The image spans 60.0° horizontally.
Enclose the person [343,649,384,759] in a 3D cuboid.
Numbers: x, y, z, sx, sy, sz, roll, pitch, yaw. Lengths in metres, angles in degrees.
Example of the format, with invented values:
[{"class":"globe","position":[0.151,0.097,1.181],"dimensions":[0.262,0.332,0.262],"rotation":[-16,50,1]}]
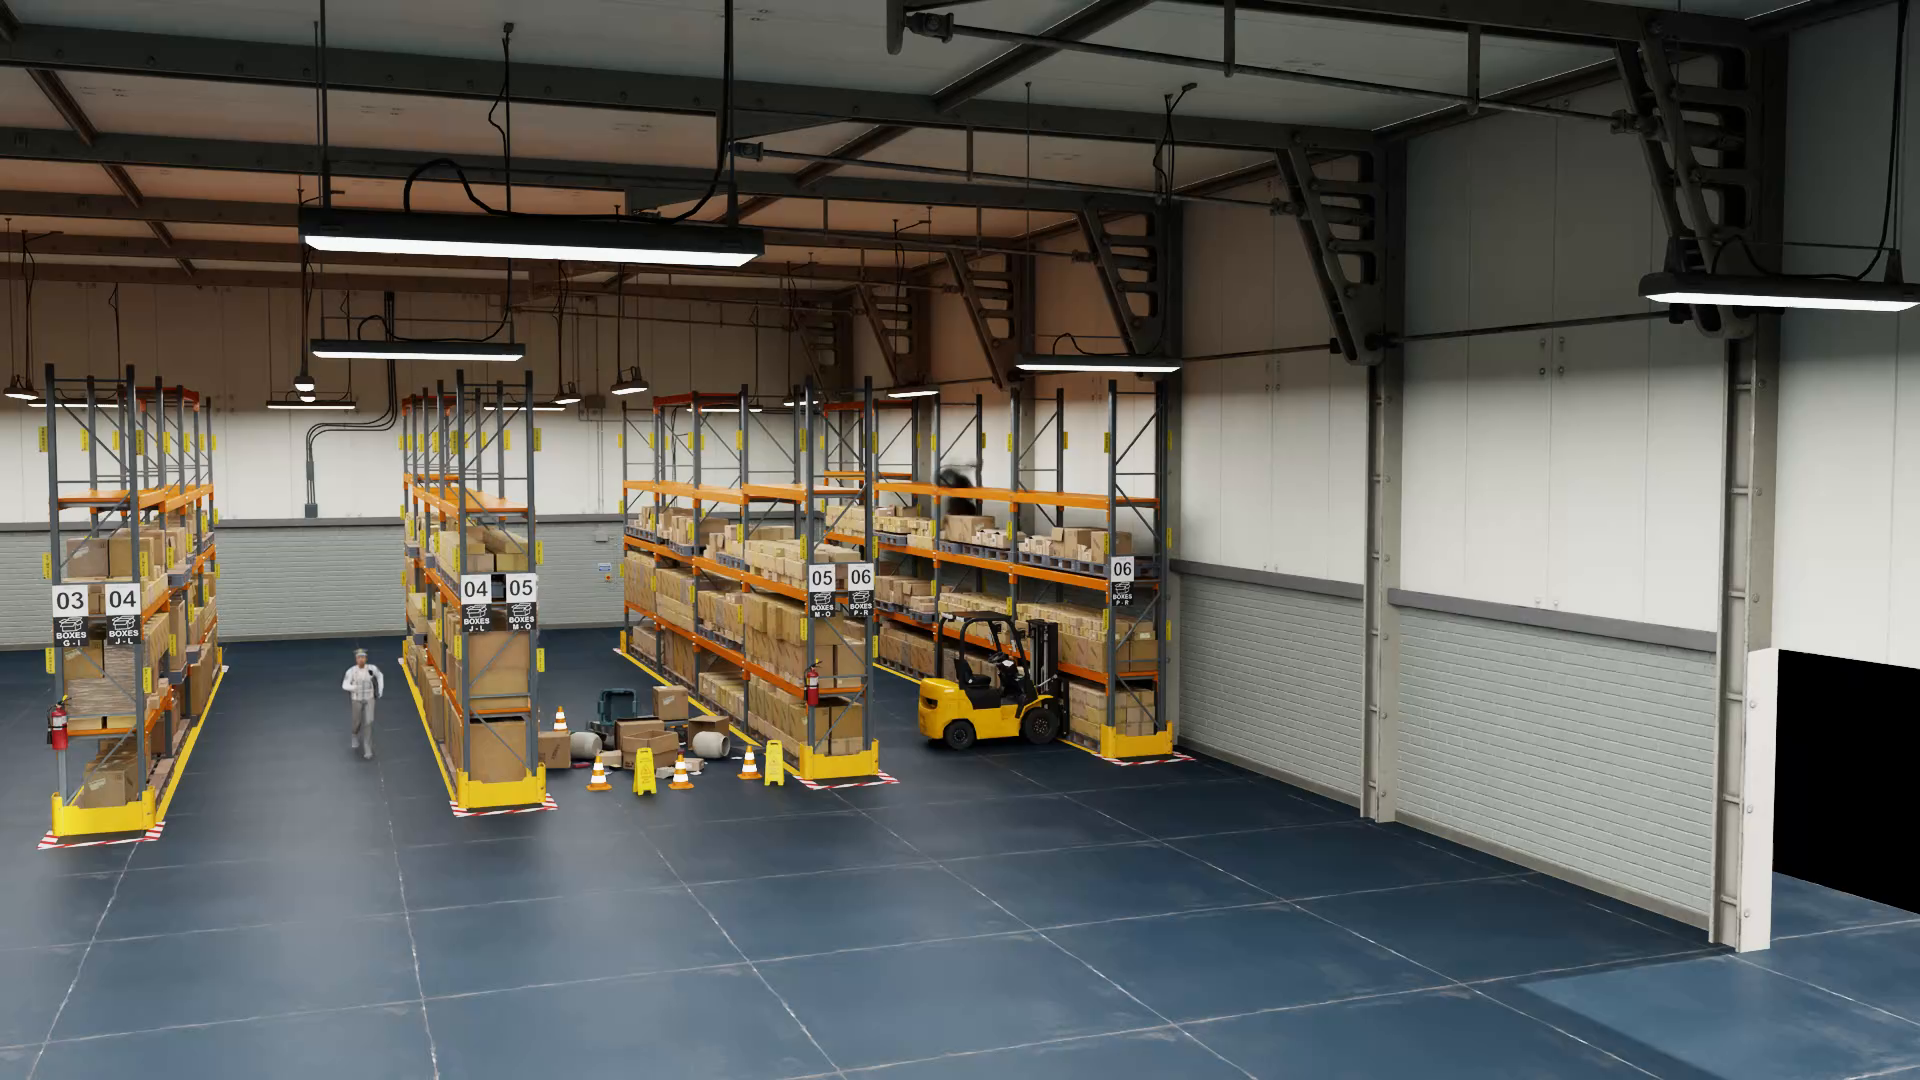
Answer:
[{"class":"person","position":[-9.598,2.591,26.754],"dimensions":[0.621,1.729,0.919],"rotation":[-1,4,-21]}]
